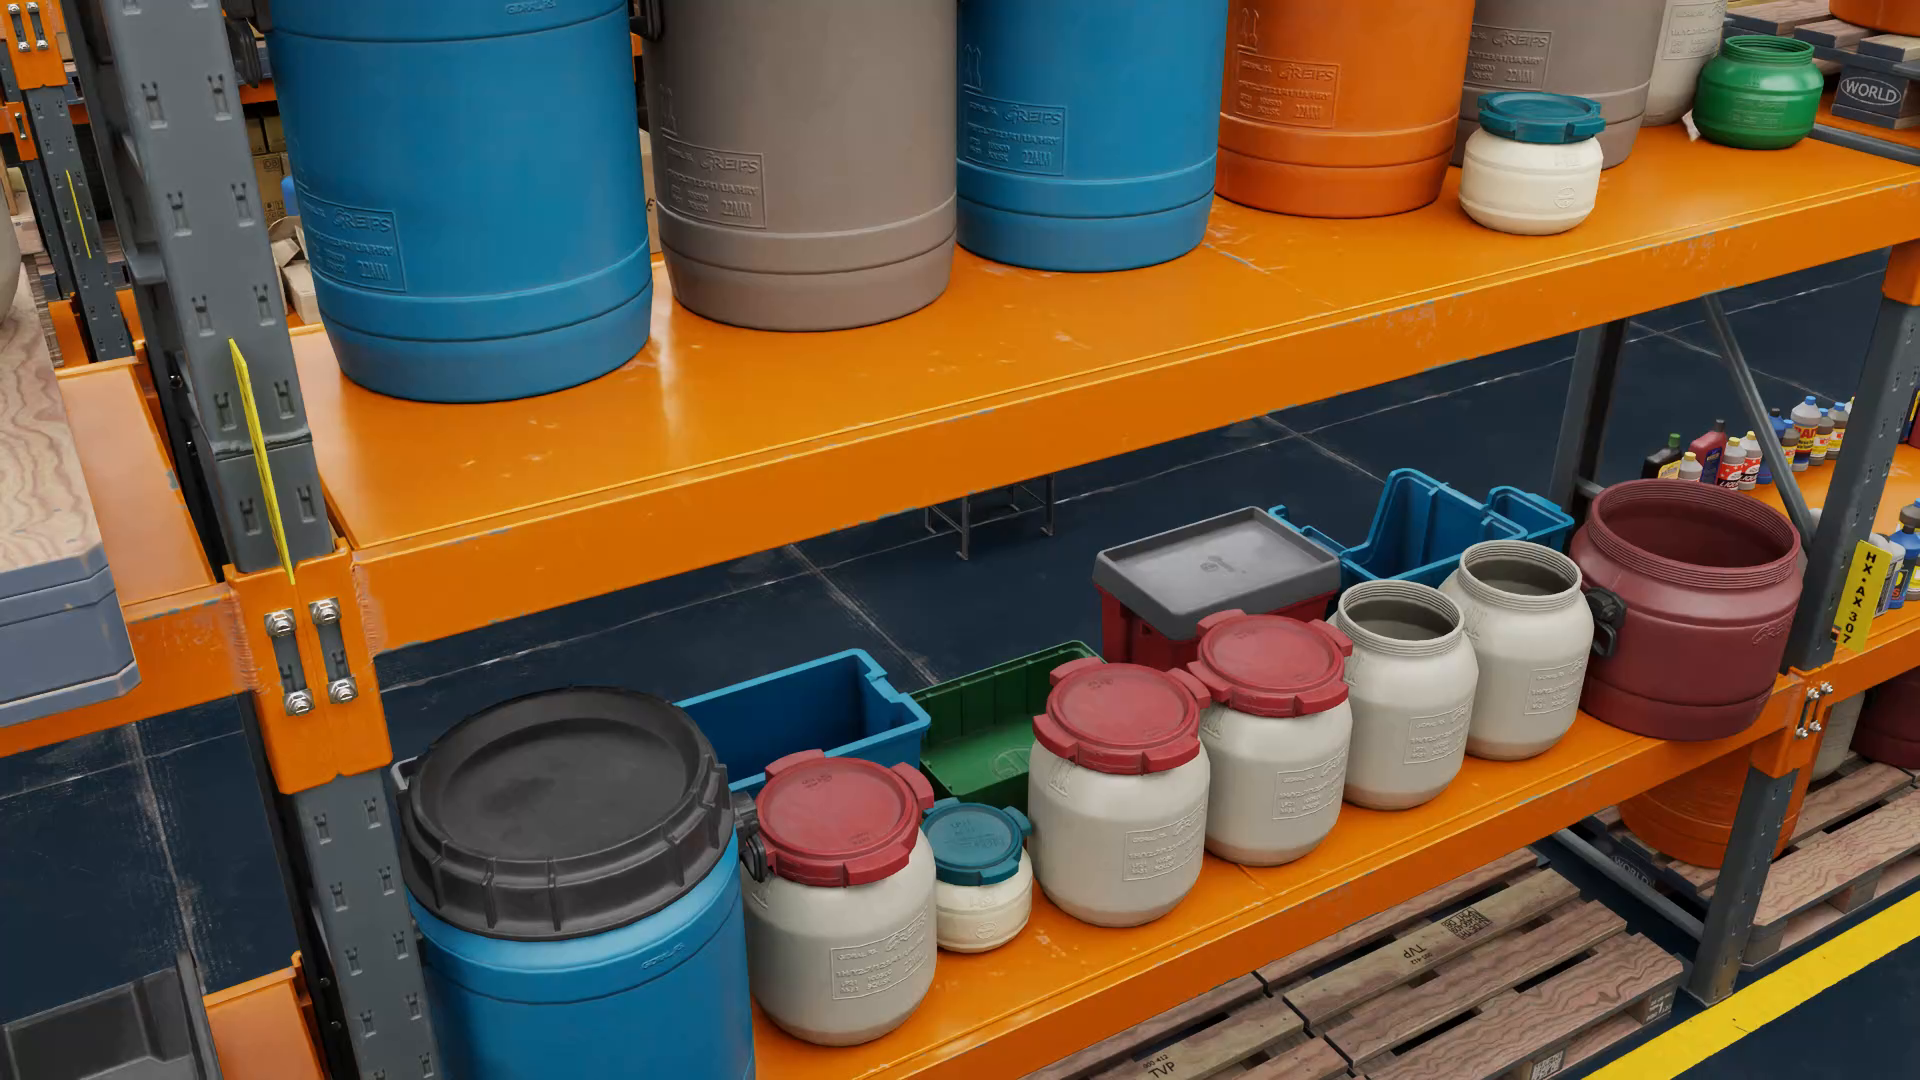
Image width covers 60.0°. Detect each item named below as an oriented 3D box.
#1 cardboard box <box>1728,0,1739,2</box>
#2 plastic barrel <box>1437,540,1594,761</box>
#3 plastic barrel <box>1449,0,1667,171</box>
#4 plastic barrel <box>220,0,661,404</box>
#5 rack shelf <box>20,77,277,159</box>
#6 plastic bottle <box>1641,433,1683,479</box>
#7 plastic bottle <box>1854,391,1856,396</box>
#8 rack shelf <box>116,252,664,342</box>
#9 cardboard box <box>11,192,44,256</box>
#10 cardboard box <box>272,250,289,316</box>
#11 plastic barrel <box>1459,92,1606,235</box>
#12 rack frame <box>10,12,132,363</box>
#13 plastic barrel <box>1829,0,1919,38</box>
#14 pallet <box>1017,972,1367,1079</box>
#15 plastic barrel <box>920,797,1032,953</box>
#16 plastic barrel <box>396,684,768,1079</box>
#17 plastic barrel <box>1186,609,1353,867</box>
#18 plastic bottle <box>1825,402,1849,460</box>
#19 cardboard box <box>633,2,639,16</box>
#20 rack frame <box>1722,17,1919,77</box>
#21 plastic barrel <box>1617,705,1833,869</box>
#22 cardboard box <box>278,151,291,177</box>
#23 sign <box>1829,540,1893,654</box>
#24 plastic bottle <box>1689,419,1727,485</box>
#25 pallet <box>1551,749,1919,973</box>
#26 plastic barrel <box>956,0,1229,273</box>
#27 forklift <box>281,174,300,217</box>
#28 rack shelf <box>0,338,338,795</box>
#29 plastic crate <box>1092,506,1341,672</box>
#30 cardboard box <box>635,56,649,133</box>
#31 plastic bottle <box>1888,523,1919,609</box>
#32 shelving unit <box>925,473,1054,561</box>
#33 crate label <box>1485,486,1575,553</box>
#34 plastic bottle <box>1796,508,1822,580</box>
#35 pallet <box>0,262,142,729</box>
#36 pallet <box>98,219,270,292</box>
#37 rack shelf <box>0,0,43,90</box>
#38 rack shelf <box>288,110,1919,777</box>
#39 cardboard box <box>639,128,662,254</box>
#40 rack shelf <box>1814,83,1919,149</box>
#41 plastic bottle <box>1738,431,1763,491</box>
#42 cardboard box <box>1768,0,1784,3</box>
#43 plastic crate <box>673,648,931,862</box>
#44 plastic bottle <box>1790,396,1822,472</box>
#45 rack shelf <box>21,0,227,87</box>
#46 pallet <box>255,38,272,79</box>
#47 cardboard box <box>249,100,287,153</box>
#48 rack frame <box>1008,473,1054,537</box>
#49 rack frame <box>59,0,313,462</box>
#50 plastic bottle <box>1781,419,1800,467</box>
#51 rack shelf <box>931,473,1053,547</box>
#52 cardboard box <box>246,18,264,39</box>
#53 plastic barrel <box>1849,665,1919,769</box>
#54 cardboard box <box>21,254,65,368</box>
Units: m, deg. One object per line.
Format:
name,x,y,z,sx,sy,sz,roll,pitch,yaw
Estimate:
cardboard box,5.075,-3.897,11.068,0.500,0.500,0.500,-15,32,-25
plastic barrel,1.472,0.297,4.491,0.421,0.512,0.421,0,29,0
plastic barrel,1.433,-1.417,4.089,0.600,0.901,0.600,0,29,0
plastic barrel,-0.869,-0.763,2.905,0.708,0.901,0.600,-16,33,-26
rack shelf,-4.492,-3.317,11.900,4.000,0.370,1.077,-16,33,-26
plastic bottle,2.384,-0.220,5.665,0.133,0.283,0.061,-16,33,-26
plastic bottle,3.369,-0.500,6.172,0.133,0.283,0.061,-16,33,-26
rack shelf,-1.980,-1.254,8.163,4.000,0.370,1.077,-16,33,-26
cardboard box,-3.830,-1.252,6.639,0.250,0.149,0.380,-16,33,-26
cardboard box,-3.302,-1.153,7.389,0.500,0.250,0.500,-14,32,-23
plastic barrel,1.273,-0.839,3.704,0.301,0.262,0.301,0,29,0
rack frame,-3.704,-1.080,7.102,0.127,3.000,1.000,-16,33,-26
plastic barrel,2.742,-1.817,4.455,0.708,0.830,0.600,-16,33,-26
pallet,0.513,1.697,4.957,1.213,0.211,1.003,-16,33,-26
plastic barrel,0.021,0.785,3.866,0.301,0.262,0.301,0,29,0
plastic barrel,-0.711,0.797,3.183,0.708,0.901,0.600,-16,33,-26
plastic barrel,0.744,0.497,4.104,0.433,0.535,0.433,0,29,0
plastic bottle,3.195,-0.404,6.084,0.097,0.201,0.097,0,29,0
cardboard box,-2.367,-4.004,12.641,0.250,0.149,0.380,-16,33,-27
rack frame,2.251,-2.621,3.686,0.127,3.000,1.000,-16,33,-26
plastic barrel,2.664,0.645,5.788,0.708,0.830,0.600,-16,33,-26
cardboard box,-4.710,-2.683,12.139,0.500,0.500,0.700,-15,32,-26
sign,2.536,0.162,4.684,0.005,0.325,0.100,-16,33,-26
plastic bottle,2.583,-0.277,5.767,0.133,0.283,0.061,-16,33,-26
pallet,2.910,1.016,6.190,1.213,0.211,1.003,-16,33,-26
plastic barrel,0.259,-1.083,3.485,0.708,0.901,0.600,-16,33,-26
forklift,-2.636,-2.805,10.299,3.031,2.935,1.130,-21,35,-33
rack shelf,-2.922,0.476,1.923,4.000,0.370,1.077,-16,33,-26
plastic crate,0.703,0.246,4.634,0.583,0.464,0.402,-16,33,-26
cardboard box,-2.068,-3.489,13.259,0.750,0.750,0.750,-16,33,-27
plastic bottle,2.902,0.074,5.145,0.097,0.271,0.097,0,29,0
shelving unit,0.143,-0.960,7.816,0.503,2.100,0.431,-16,33,-26
crate label,1.698,0.026,5.272,0.416,0.233,0.303,-16,33,-26
plastic bottle,2.711,0.025,5.228,0.135,0.276,0.152,-16,33,-26
pallet,-1.770,-0.029,2.288,1.003,0.211,1.213,-16,33,-26
pallet,-5.546,-2.113,11.860,1.213,0.211,1.003,-16,33,-26
rack shelf,-5.428,-1.588,5.664,4.000,0.370,1.077,-16,33,-26
rack shelf,0.527,-0.503,3.697,4.000,0.370,1.077,-16,33,-26
cardboard box,-1.694,-1.685,8.095,0.500,0.500,0.500,-18,34,-29
rack shelf,3.975,-1.482,5.472,4.000,0.370,1.077,-16,33,-26
plastic bottle,2.775,-0.285,5.868,0.097,0.201,0.097,0,29,0
cardboard box,5.515,-3.590,11.546,0.500,0.500,0.500,-16,32,-26
plastic crate,-0.404,0.592,4.089,0.575,0.384,0.392,-16,33,-26
plastic bottle,3.027,-0.387,5.980,0.097,0.271,0.097,0,29,0
rack shelf,-1.980,-2.568,7.438,4.000,0.370,1.077,-16,33,-26
pallet,-4.454,-3.536,11.751,1.213,0.211,1.003,-16,33,-26
cardboard box,-4.766,-2.994,11.927,0.500,0.250,0.500,-17,33,-28
rack frame,0.353,-1.020,7.924,0.015,2.100,0.400,-16,33,-26
rack frame,-1.198,-1.642,1.912,0.127,3.000,1.000,-16,33,-26
plastic bottle,2.943,-0.333,5.954,0.097,0.201,0.097,0,29,0
rack shelf,0.143,-0.335,8.161,0.480,0.518,0.431,-16,33,-26
cardboard box,-4.723,-3.797,11.467,0.500,0.500,0.700,-11,31,-20
plastic barrel,3.638,0.474,6.347,0.708,0.588,0.600,-16,33,-26
cardboard box,-4.083,-1.012,6.876,0.500,0.500,0.700,-17,33,-28
